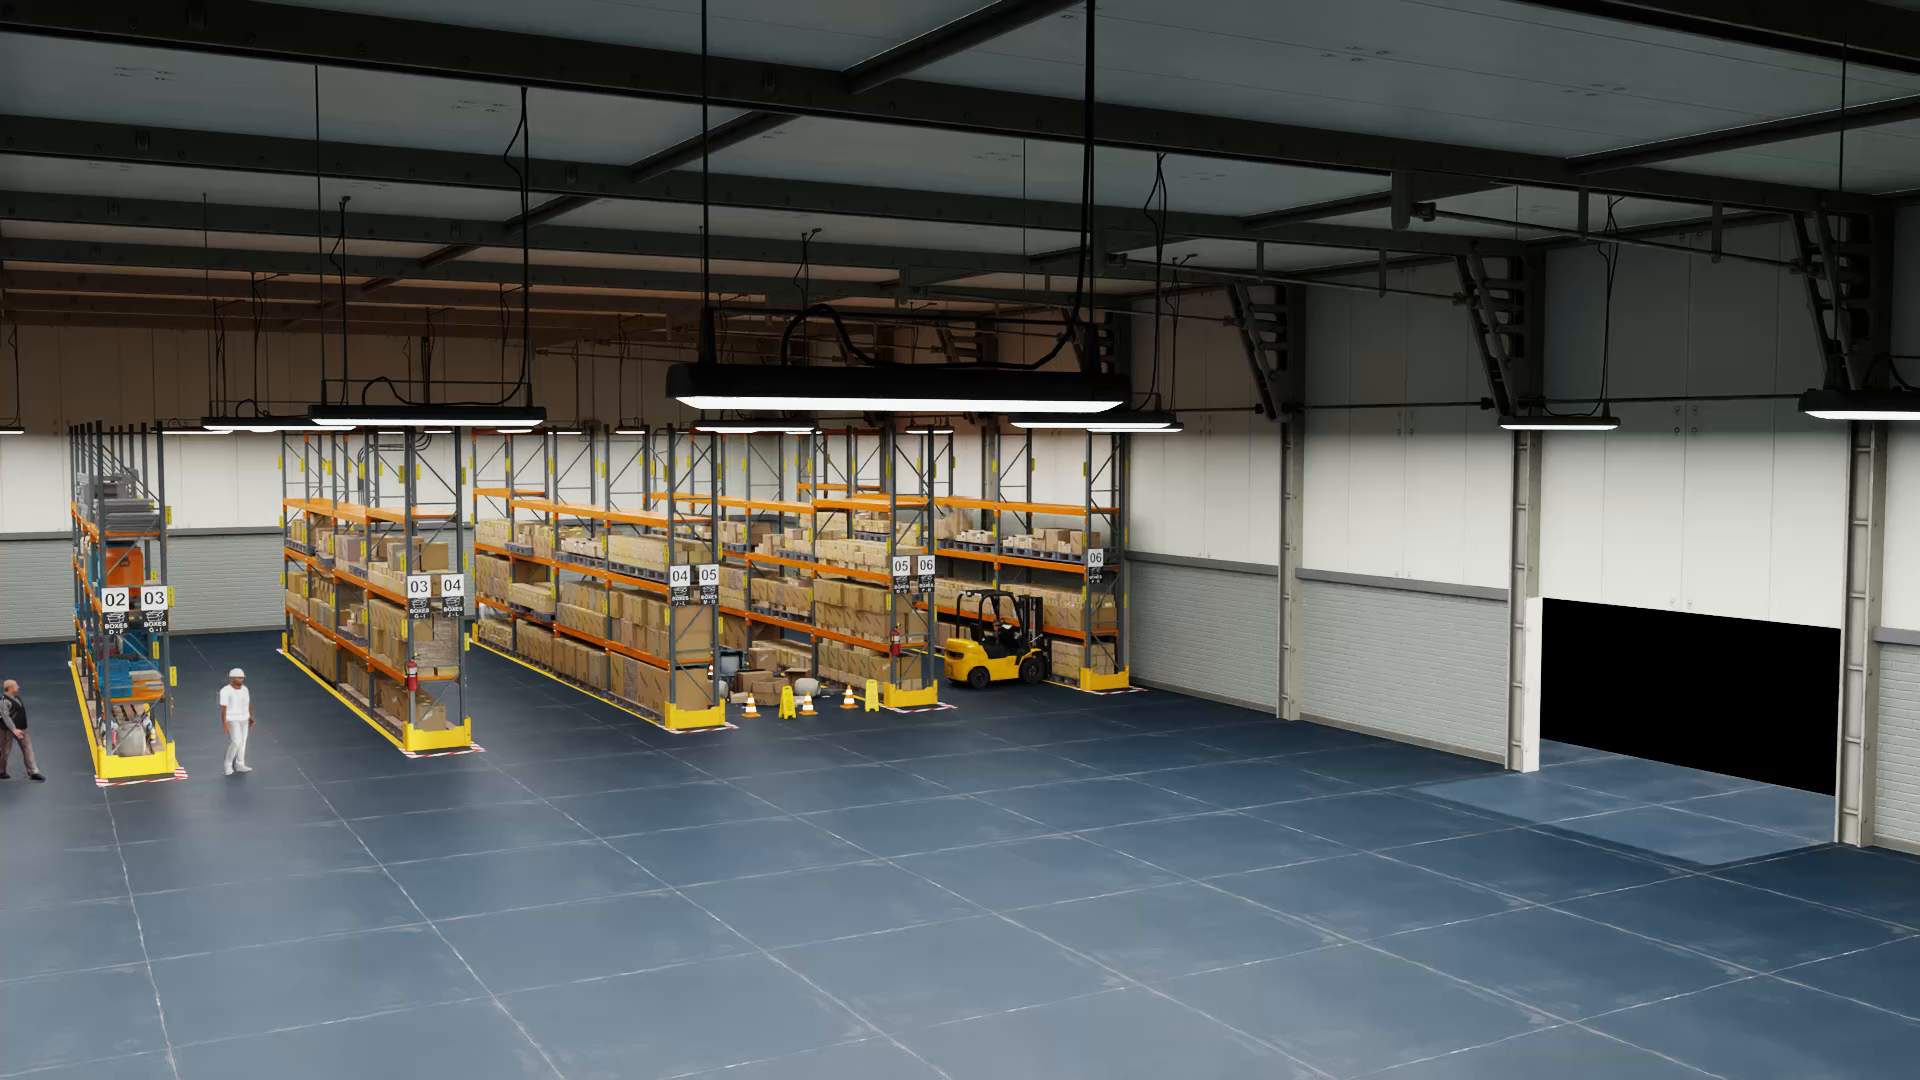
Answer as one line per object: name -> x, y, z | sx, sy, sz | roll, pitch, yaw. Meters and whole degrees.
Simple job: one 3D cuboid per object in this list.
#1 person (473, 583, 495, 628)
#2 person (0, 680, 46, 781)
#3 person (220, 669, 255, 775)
person -> -14.070, 1.861, 49.353 | 0.687, 1.648, 0.635 | -2, 4, -27
person -> -15.637, 3.151, 27.531 | 0.974, 1.665, 0.479 | 2, 4, 32
person -> -12.326, 3.083, 28.422 | 0.410, 1.776, 0.584 | 1, 4, 20
